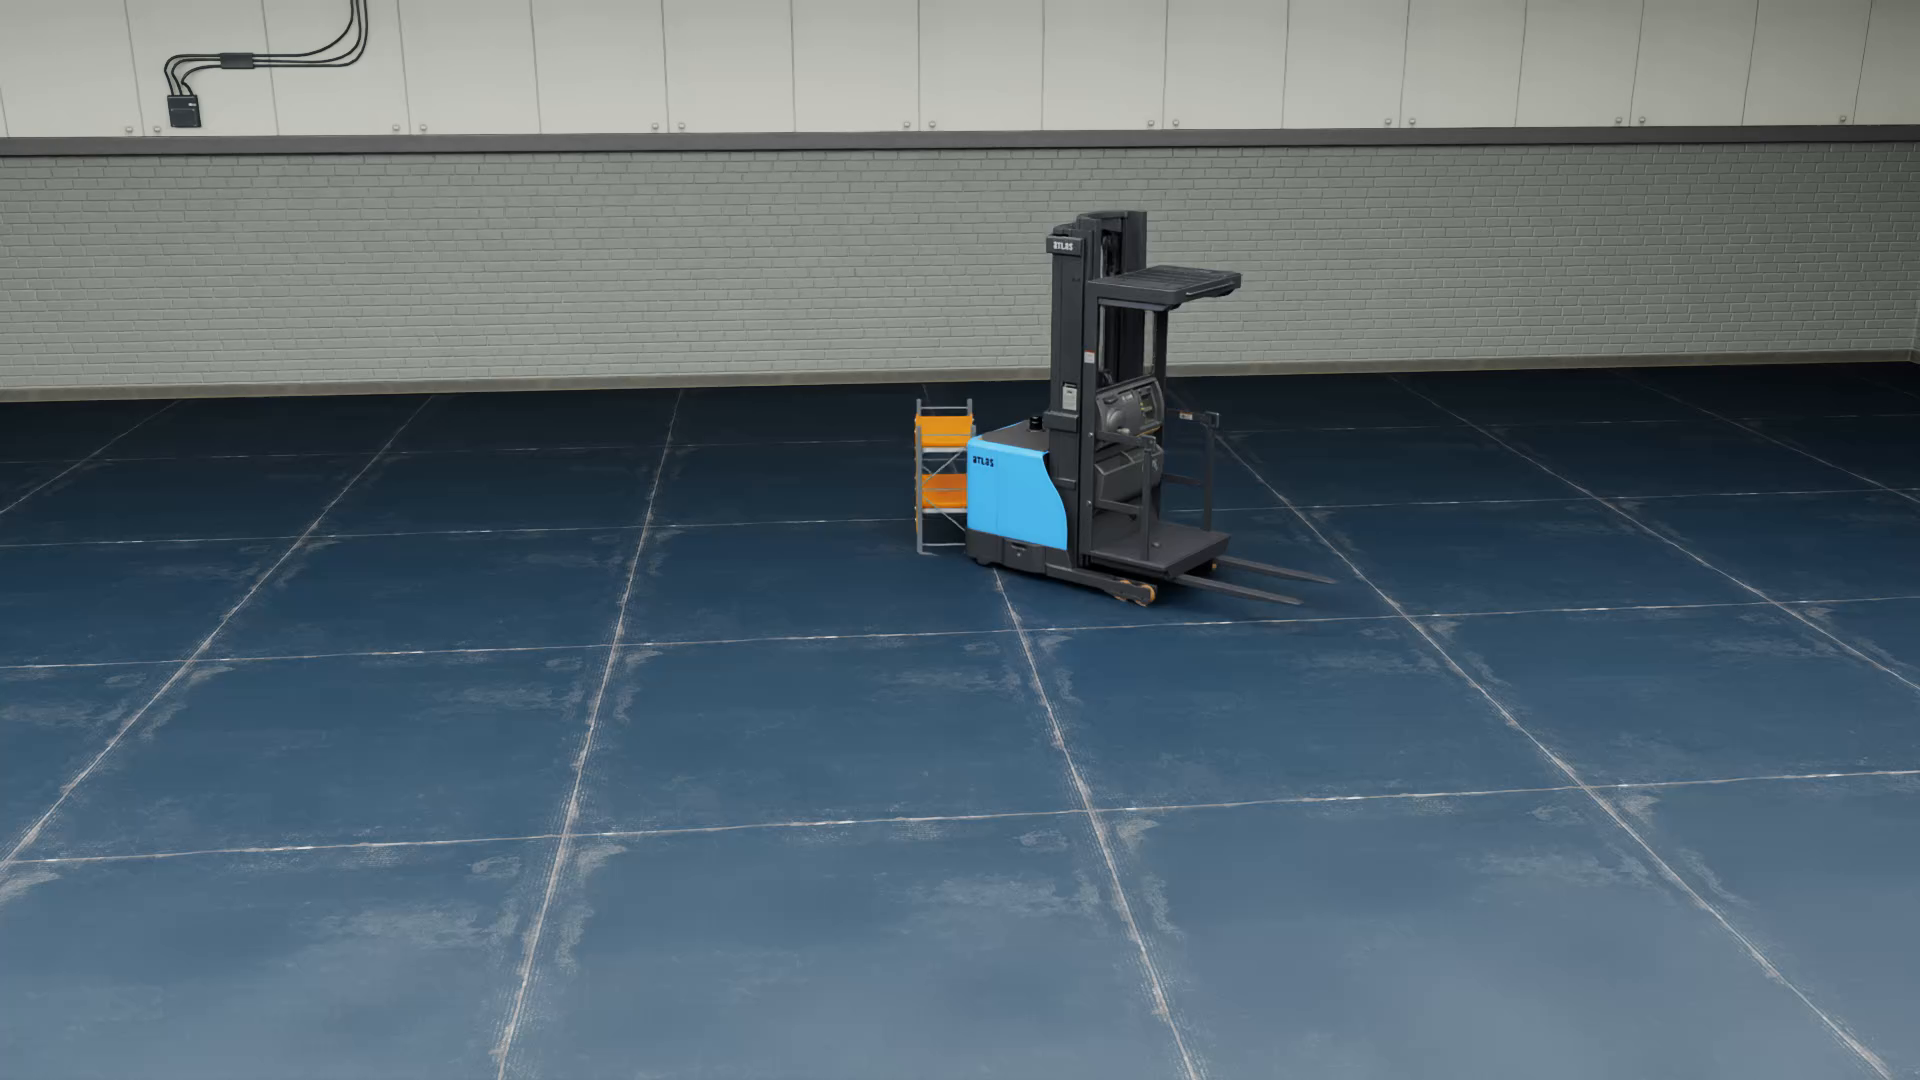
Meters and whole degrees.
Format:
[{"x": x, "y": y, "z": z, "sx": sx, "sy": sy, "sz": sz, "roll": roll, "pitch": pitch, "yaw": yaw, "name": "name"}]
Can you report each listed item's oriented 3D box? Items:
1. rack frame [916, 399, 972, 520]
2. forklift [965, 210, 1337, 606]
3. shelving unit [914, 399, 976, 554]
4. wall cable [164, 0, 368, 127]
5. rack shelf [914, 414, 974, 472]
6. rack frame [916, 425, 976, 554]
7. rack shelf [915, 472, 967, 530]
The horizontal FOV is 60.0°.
[{"x": -0.142, "y": -0.730, "z": 15.125, "sx": 0.500, "sy": 1.125, "sz": 0.032, "roll": 0, "pitch": 17, "yaw": -1, "name": "rack frame"}, {"x": 1.525, "y": -1.060, "z": 13.161, "sx": 3.031, "sy": 2.935, "sz": 1.130, "roll": 13, "pitch": 22, "yaw": 35, "name": "forklift"}, {"x": -0.129, "y": -0.578, "z": 14.640, "sx": 0.538, "sy": 1.125, "sz": 1.048, "roll": 0, "pitch": 17, "yaw": -1, "name": "shelving unit"}, {"x": -7.940, "y": -7.665, "z": 18.390, "sx": 2.305, "sy": 6.003, "sz": 0.169, "roll": -2, "pitch": 18, "yaw": -6, "name": "wall cable"}, {"x": -0.129, "y": -0.857, "z": 14.552, "sx": 0.538, "sy": 0.278, "sz": 1.000, "roll": 0, "pitch": 17, "yaw": -1, "name": "rack shelf"}, {"x": -0.116, "y": -0.426, "z": 14.155, "sx": 0.500, "sy": 1.125, "sz": 0.032, "roll": 0, "pitch": 17, "yaw": -1, "name": "rack frame"}, {"x": -0.129, "y": -0.345, "z": 14.713, "sx": 0.538, "sy": 0.278, "sz": 1.000, "roll": 0, "pitch": 17, "yaw": -1, "name": "rack shelf"}]
